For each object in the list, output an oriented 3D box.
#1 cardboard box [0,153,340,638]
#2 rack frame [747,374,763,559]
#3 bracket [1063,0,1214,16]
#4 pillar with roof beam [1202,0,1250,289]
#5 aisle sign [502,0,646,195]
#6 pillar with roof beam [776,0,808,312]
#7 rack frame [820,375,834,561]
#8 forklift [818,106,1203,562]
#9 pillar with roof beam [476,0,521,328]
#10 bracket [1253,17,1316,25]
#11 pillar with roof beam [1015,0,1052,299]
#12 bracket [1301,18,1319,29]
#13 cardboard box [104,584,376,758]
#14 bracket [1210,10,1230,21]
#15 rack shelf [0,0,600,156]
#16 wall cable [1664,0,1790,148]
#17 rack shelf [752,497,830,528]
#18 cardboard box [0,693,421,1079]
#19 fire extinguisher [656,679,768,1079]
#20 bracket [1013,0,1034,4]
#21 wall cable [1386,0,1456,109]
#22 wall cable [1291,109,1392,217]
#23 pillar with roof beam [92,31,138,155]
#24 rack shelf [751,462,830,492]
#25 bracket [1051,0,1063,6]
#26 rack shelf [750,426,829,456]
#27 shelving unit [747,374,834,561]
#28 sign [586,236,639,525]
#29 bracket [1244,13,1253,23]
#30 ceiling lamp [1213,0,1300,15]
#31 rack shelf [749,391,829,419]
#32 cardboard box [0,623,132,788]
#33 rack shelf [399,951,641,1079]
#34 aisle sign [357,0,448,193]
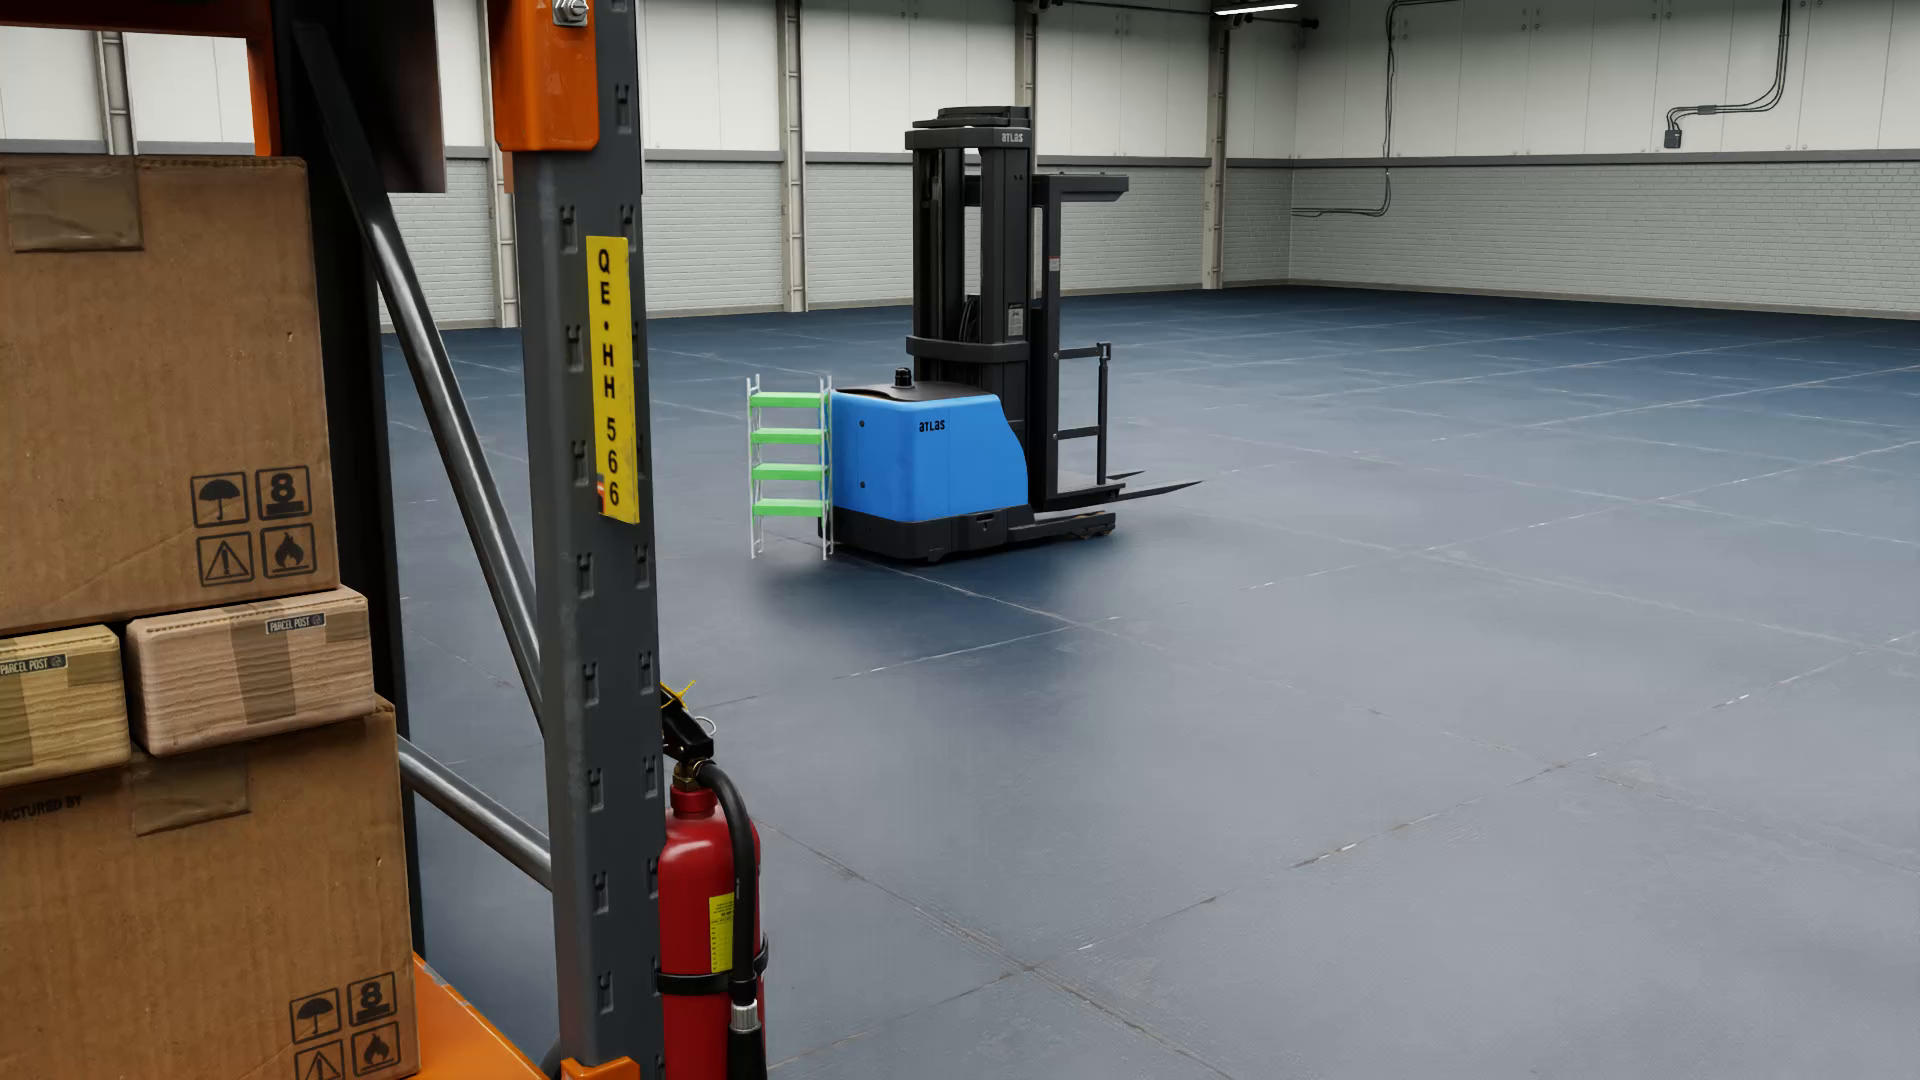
[{"bbox_3d":[-1.144,-0.210,2.033,0.500,0.500,0.700,-9,15,-37],"label":"cardboard box"},{"bbox_3d":[-1.359,-0.489,11.039,0.015,1.200,0.240,2,12,8],"label":"rack frame"},{"bbox_3d":[3.994,-11.809,36.912,4.783,0.066,0.076,-9,15,-38],"label":"bracket"},{"bbox_3d":[8.798,-9.796,36.097,0.548,9.000,9.100,-9,15,-38],"label":"pillar with roof beam"},{"bbox_3d":[-0.496,-0.824,2.031,0.004,0.787,0.394,-9,15,-38],"label":"aisle sign"},{"bbox_3d":[-0.573,-8.239,28.764,0.400,9.000,9.100,-9,15,-38],"label":"pillar with roof beam"},{"bbox_3d":[-0.877,-0.473,10.968,0.015,1.200,0.240,2,12,8],"label":"rack frame"},{"bbox_3d":[0.477,-1.517,11.716,3.031,2.935,1.130,-10,15,-39],"label":"forklift"},{"bbox_3d":[-5.258,-7.460,25.098,0.400,9.000,9.100,-9,15,-38],"label":"pillar with roof beam"},{"bbox_3d":[8.044,-12.482,40.081,3.189,0.066,0.076,-9,15,-38],"label":"bracket"},{"bbox_3d":[4.113,-9.017,32.431,0.548,9.000,9.100,-9,15,-38],"label":"pillar with roof beam"},{"bbox_3d":[8.505,-12.559,40.442,0.430,0.232,0.235,-9,15,-38],"label":"bracket"},{"bbox_3d":[-0.910,0.122,2.029,0.250,0.149,0.380,-10,15,-39],"label":"cardboard box"},{"bbox_3d":[6.006,-12.144,38.487,0.430,0.232,0.235,-9,15,-38],"label":"bracket"},{"bbox_3d":[-2.292,-0.448,1.027,4.000,0.370,1.077,-9,15,-38],"label":"rack shelf"},{"bbox_3d":[15.153,-10.784,32.561,0.169,6.003,2.305,-9,15,-38],"label":"wall cable"},{"bbox_3d":[-1.118,-0.184,11.067,0.480,0.148,0.258,2,12,8],"label":"rack shelf"},{"bbox_3d":[-1.103,0.418,2.200,0.500,0.500,0.700,-9,15,-38],"label":"cardboard box"},{"bbox_3d":[-0.348,0.506,2.211,0.183,0.674,0.296,-9,15,-38],"label":"fire extinguisher"},{"bbox_3d":[1.321,-11.365,34.820,0.430,0.232,0.235,-9,15,-38],"label":"bracket"},{"bbox_3d":[10.925,-11.175,37.907,0.112,2.526,3.097,-9,15,-38],"label":"wall cable"},{"bbox_3d":[9.235,-9.143,40.498,0.112,2.526,3.097,-9,15,-38],"label":"wall cable"},{"bbox_3d":[-9.943,-6.682,21.431,0.400,9.000,9.100,-9,15,-38],"label":"pillar with roof beam"},{"bbox_3d":[-1.118,-0.418,11.017,0.480,0.148,0.258,2,12,8],"label":"rack shelf"},{"bbox_3d":[1.969,-11.473,35.328,0.430,0.232,0.235,-9,15,-38],"label":"bracket"},{"bbox_3d":[-1.118,-0.653,10.967,0.480,0.148,0.258,2,12,8],"label":"rack shelf"},{"bbox_3d":[-1.118,-0.481,11.003,0.503,1.200,0.258,2,12,8],"label":"shelving unit"},{"bbox_3d":[-0.402,-0.184,1.918,0.005,0.325,0.100,-9,15,-38],"label":"sign"},{"bbox_3d":[6.654,-12.251,38.994,0.430,0.232,0.235,-9,15,-38],"label":"bracket"},{"bbox_3d":[6.058,-12.078,32.790,0.800,3.185,2.000,-9,15,-38],"label":"ceiling lamp"},{"bbox_3d":[-1.118,-0.888,10.917,0.480,0.148,0.258,2,12,8],"label":"rack shelf"},{"bbox_3d":[-1.113,0.157,1.868,0.250,0.149,0.380,-9,15,-36],"label":"cardboard box"},{"bbox_3d":[-2.292,1.019,1.338,4.000,0.370,1.077,-9,15,-38],"label":"rack shelf"},{"bbox_3d":[-0.870,-0.922,2.490,0.004,0.787,0.394,-9,15,-38],"label":"aisle sign"}]
